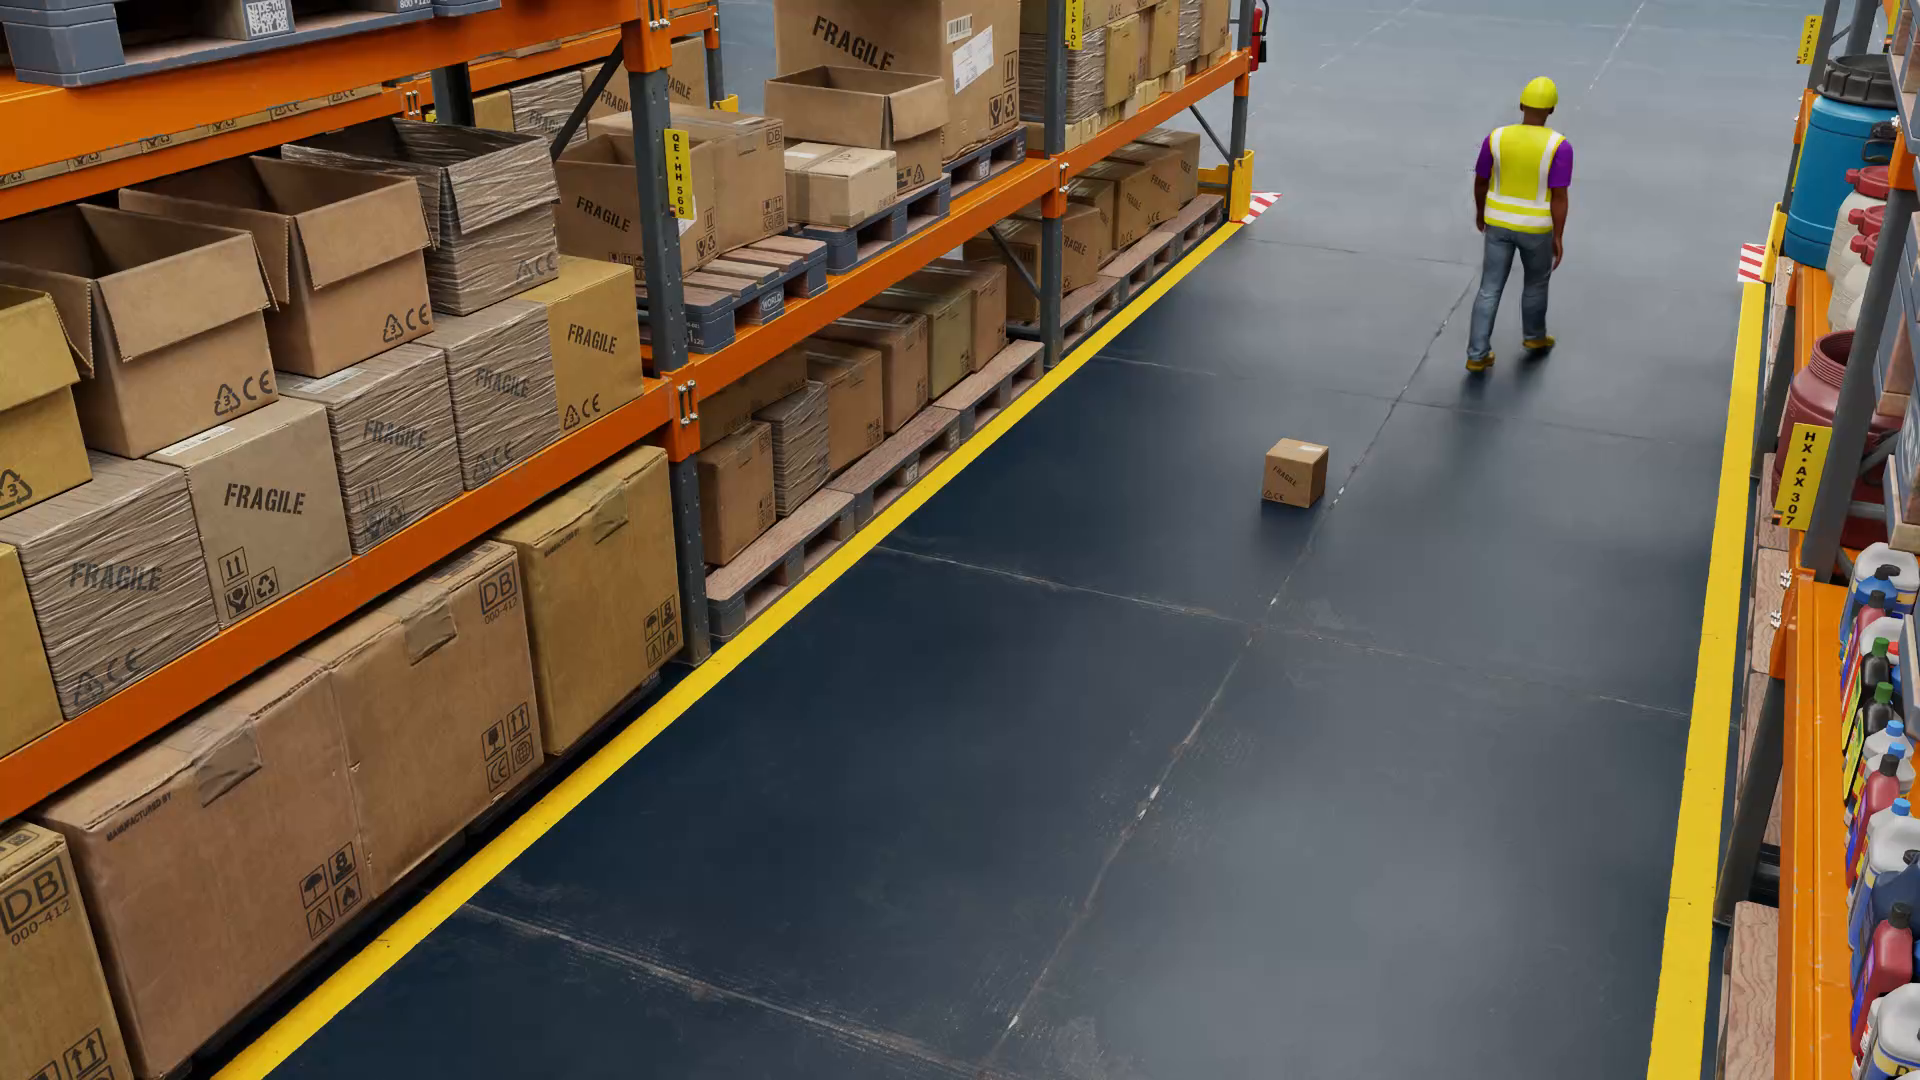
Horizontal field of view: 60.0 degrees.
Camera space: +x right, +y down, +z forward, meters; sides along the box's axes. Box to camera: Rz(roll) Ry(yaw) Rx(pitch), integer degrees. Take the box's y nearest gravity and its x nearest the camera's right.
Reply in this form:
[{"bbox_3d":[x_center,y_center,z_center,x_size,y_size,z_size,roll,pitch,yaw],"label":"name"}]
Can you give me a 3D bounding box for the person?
[{"bbox_3d":[3.401,-1.934,10.023,0.614,1.728,0.914,15,30,28],"label":"person"}]
